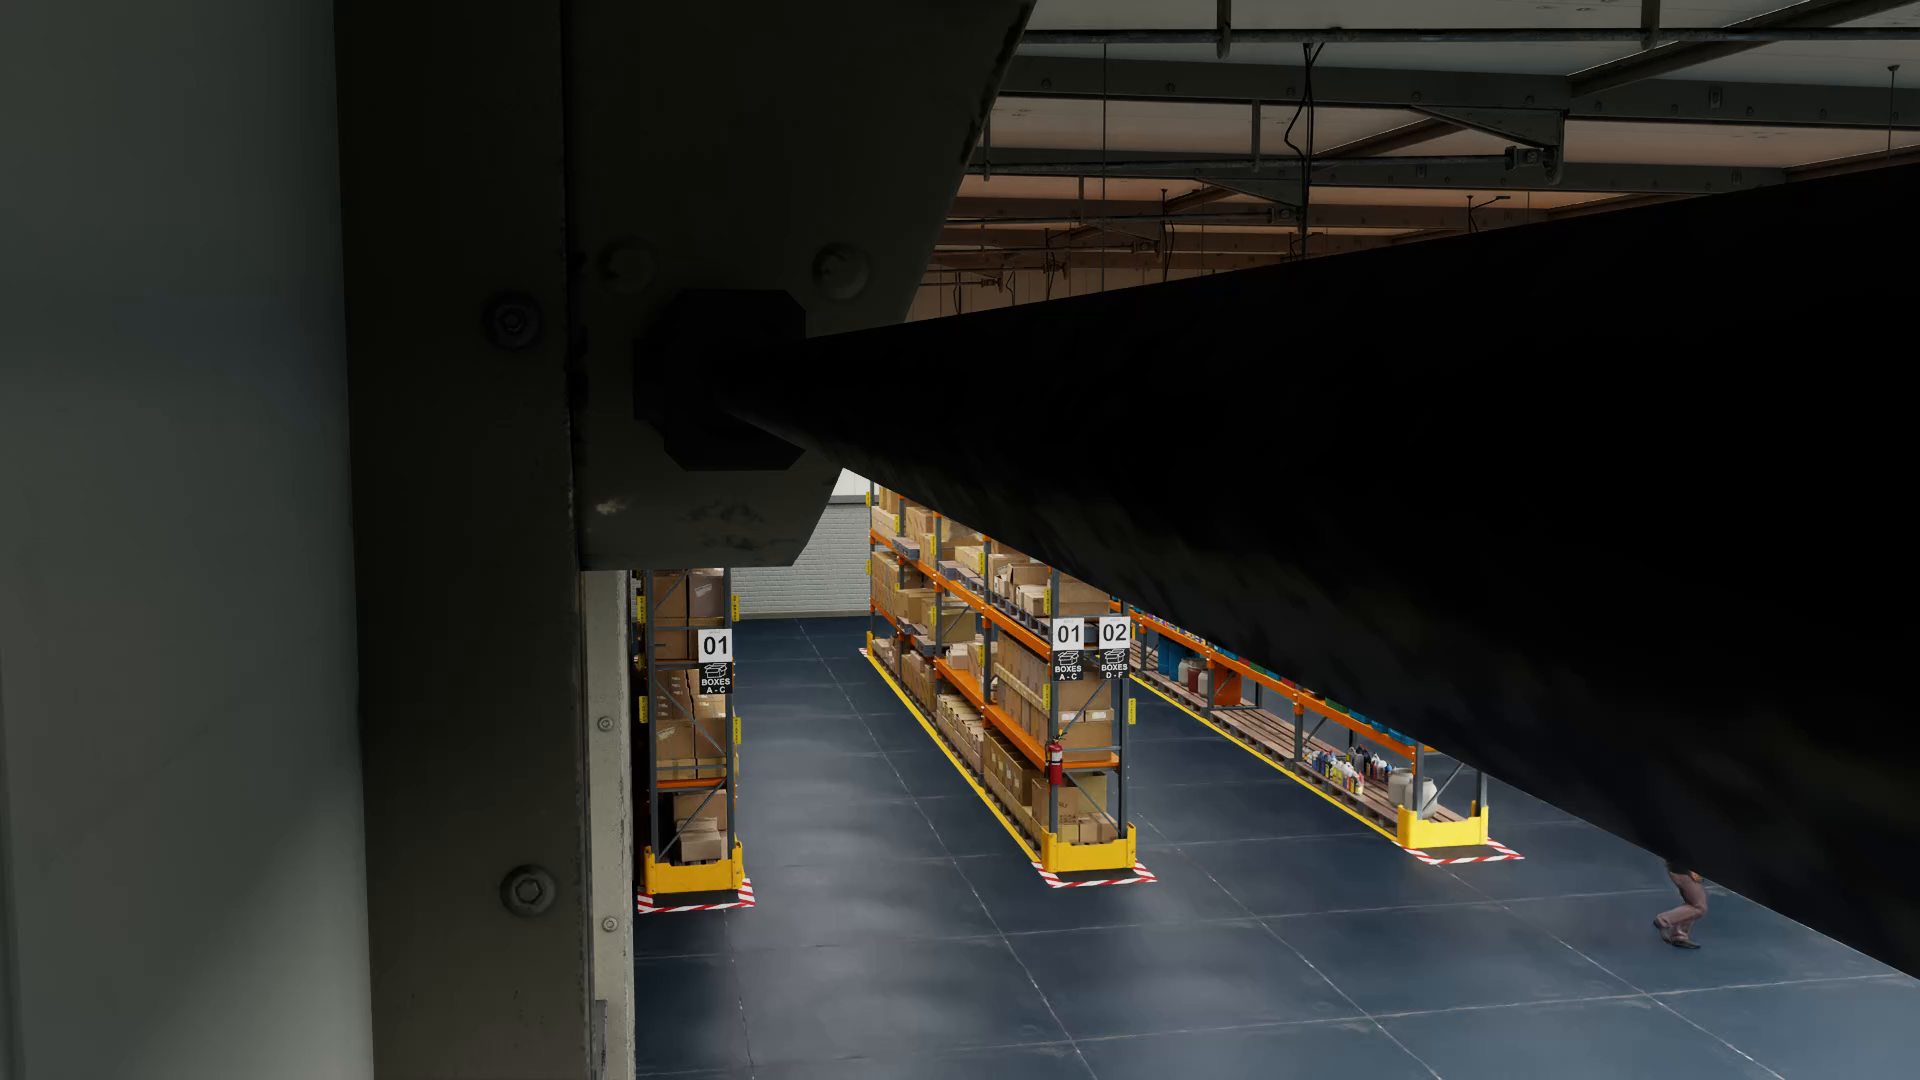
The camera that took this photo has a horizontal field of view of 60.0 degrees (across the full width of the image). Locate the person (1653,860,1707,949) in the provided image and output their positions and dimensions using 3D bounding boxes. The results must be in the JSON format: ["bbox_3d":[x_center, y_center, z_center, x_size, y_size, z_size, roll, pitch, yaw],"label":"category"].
[{"bbox_3d":[7.863,3.609,18.126,0.578,1.695,0.678,1,6,14],"label":"person"}]
